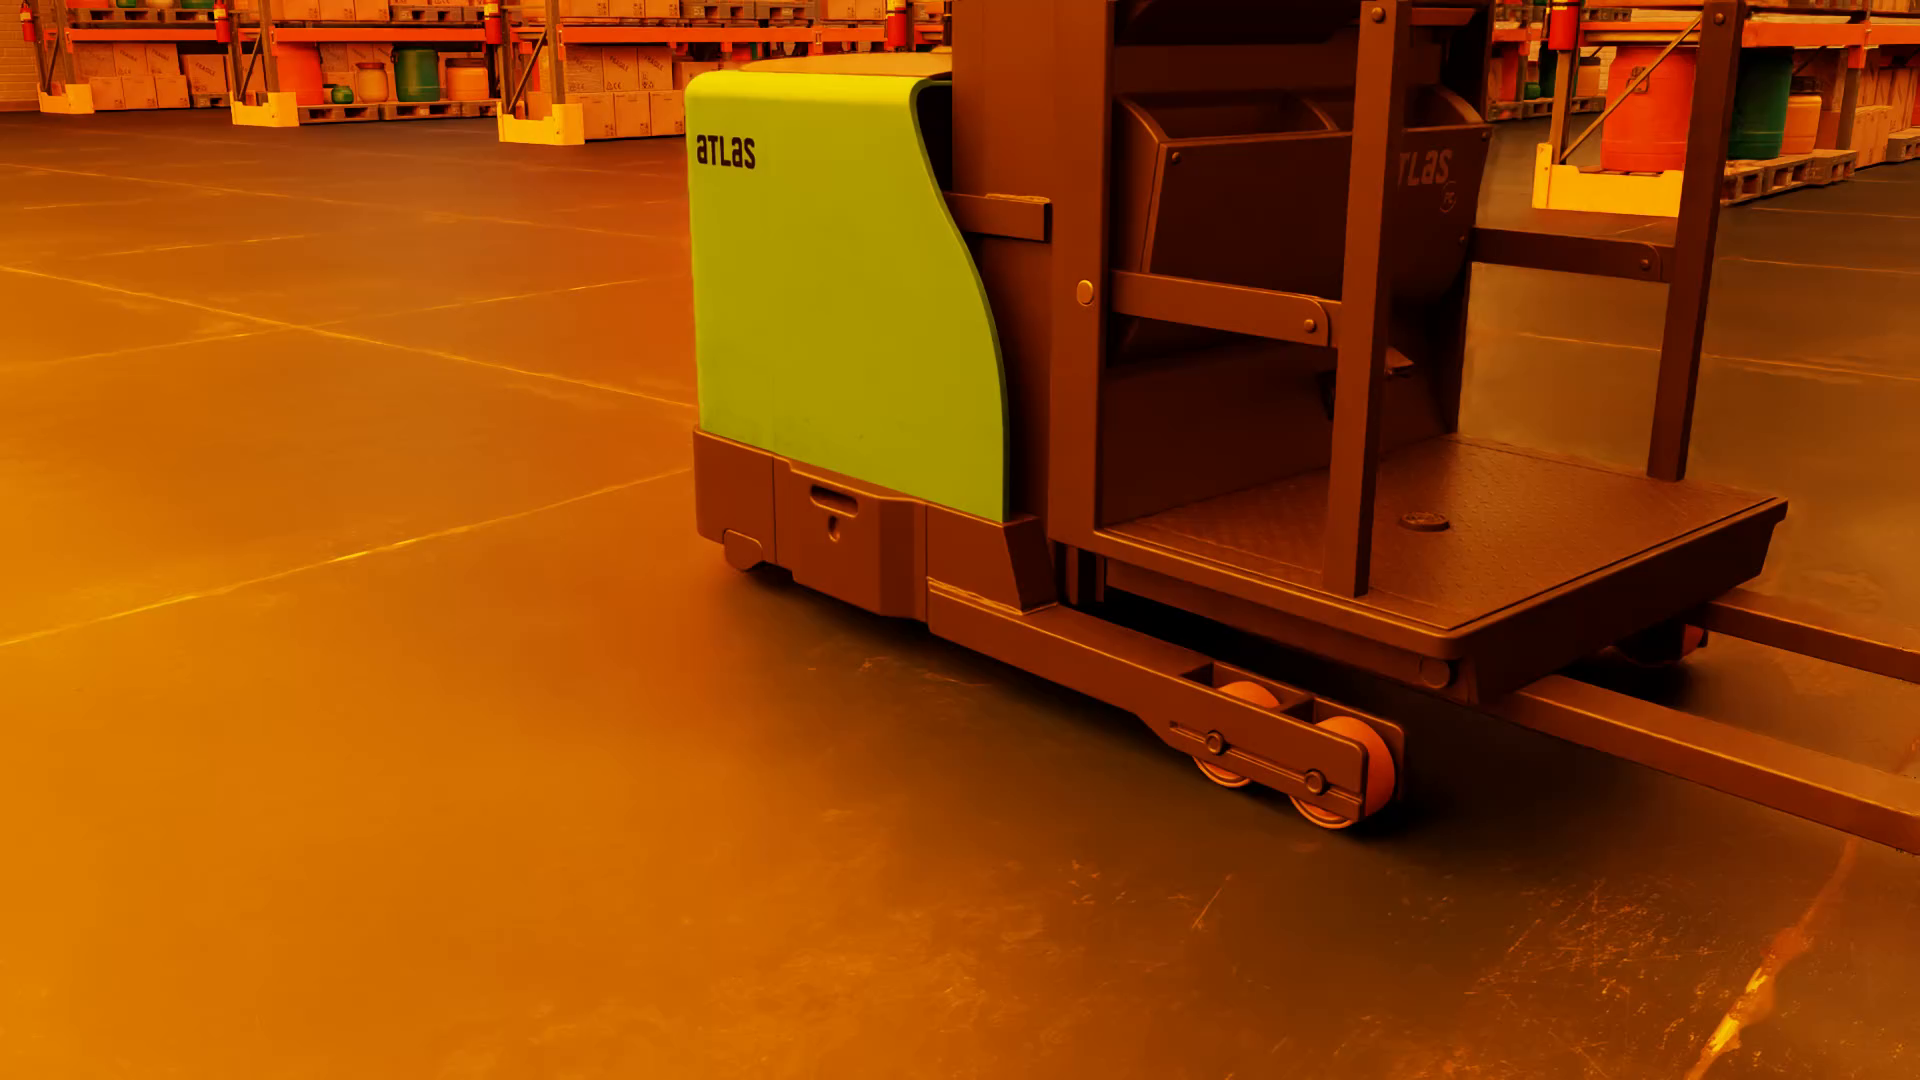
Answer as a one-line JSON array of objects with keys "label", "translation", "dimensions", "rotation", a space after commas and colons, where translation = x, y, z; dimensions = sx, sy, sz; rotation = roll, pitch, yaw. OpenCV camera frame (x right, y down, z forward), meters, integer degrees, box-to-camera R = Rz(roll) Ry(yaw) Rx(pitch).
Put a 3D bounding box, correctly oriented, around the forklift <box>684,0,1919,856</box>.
[{"label": "forklift", "translation": [0.759, -1.134, 2.631], "dimensions": [1.130, 2.935, 3.031], "rotation": [-14, 22, -39]}]
